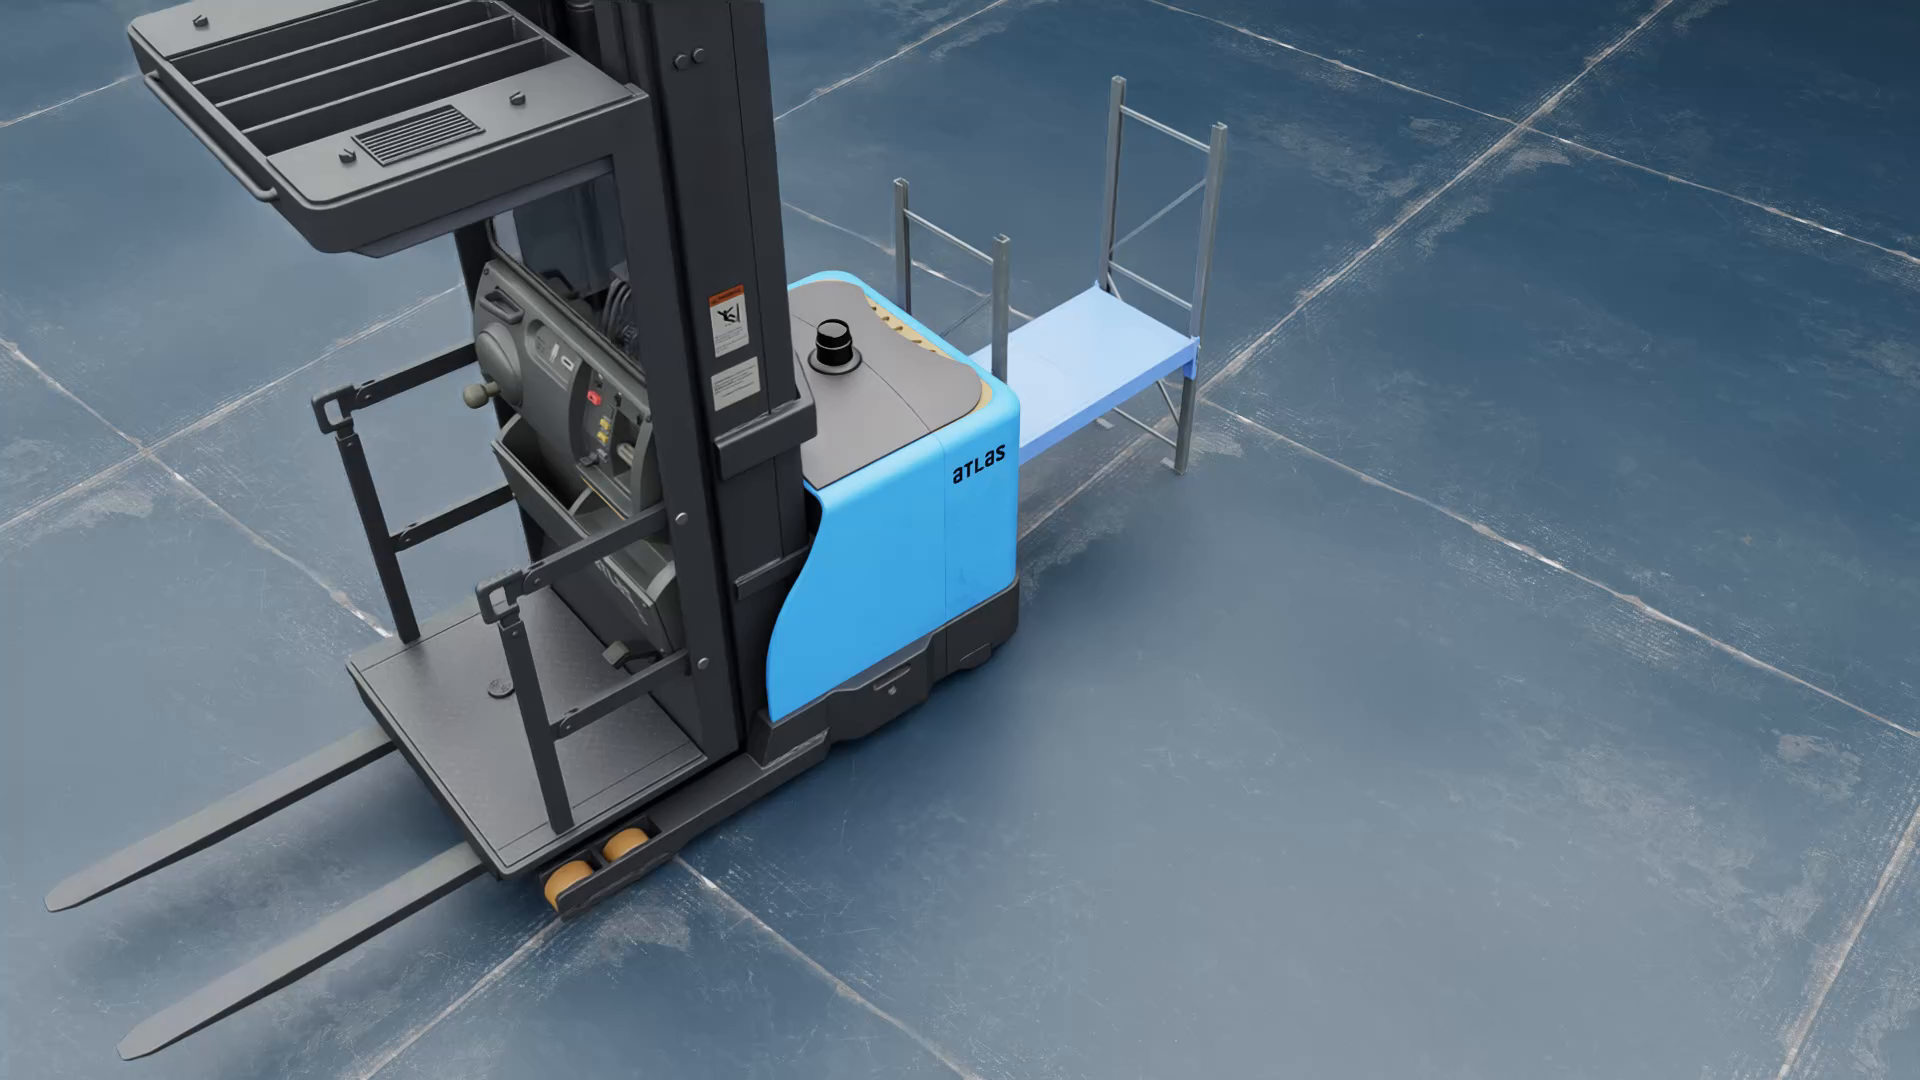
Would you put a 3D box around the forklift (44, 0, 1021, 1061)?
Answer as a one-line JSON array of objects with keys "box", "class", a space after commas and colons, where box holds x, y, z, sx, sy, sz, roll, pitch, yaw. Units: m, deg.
[{"box": [-1.256, -0.359, 4.466, 3.031, 2.935, 1.130, -29, 50, -28], "class": "forklift"}]

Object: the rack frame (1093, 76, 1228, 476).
[{"box": [0.710, -0.937, 6.166, 0.032, 1.500, 0.500, -32, 51, -30], "class": "rack frame"}]

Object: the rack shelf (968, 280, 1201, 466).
[{"box": [0.340, -0.570, 6.029, 1.000, 0.185, 0.538, -32, 51, -30], "class": "rack shelf"}]

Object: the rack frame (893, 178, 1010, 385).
[{"box": [-0.030, -0.468, 5.650, 0.032, 1.500, 0.500, -32, 51, -30], "class": "rack frame"}]

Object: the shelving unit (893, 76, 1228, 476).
[{"box": [0.340, -0.703, 5.908, 1.048, 1.500, 0.538, -32, 51, -30], "class": "shelving unit"}]
